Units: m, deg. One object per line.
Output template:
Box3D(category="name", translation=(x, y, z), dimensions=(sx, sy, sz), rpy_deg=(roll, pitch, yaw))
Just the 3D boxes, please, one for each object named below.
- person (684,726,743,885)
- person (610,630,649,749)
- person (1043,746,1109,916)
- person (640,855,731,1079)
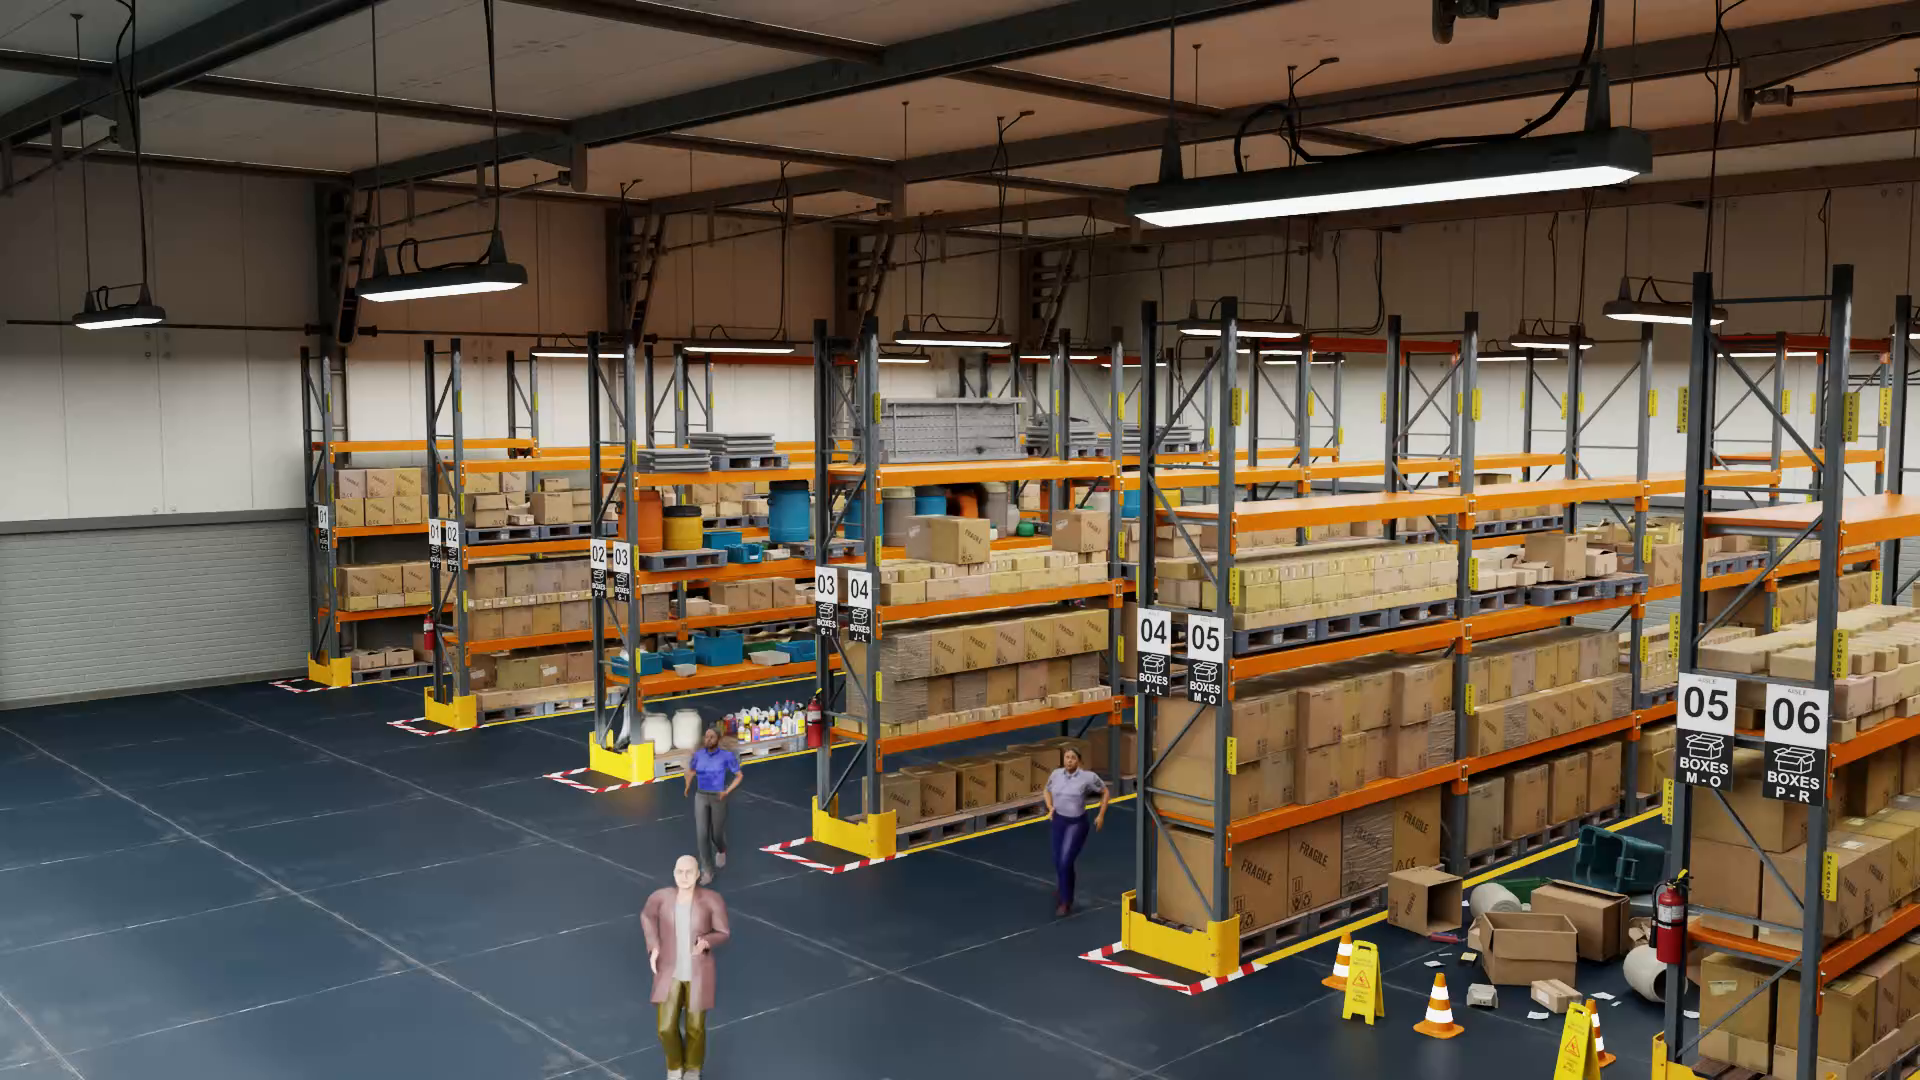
Box3D(category="person", translation=(-2.642, 2.811, 17.799), dimensions=(0.630, 1.661, 0.683), rpy_deg=(1, 5, 11))
Box3D(category="person", translation=(-4.827, 2.166, 24.555), dimensions=(0.616, 1.700, 0.893), rpy_deg=(4, 6, 36))
Box3D(category="person", translation=(1.136, 2.902, 16.671), dimensions=(0.640, 1.715, 0.644), rpy_deg=(3, 6, 30))
Box3D(category="person", translation=(-2.031, 3.219, 12.215), dimensions=(0.686, 1.790, 0.715), rpy_deg=(0, 5, -3))
